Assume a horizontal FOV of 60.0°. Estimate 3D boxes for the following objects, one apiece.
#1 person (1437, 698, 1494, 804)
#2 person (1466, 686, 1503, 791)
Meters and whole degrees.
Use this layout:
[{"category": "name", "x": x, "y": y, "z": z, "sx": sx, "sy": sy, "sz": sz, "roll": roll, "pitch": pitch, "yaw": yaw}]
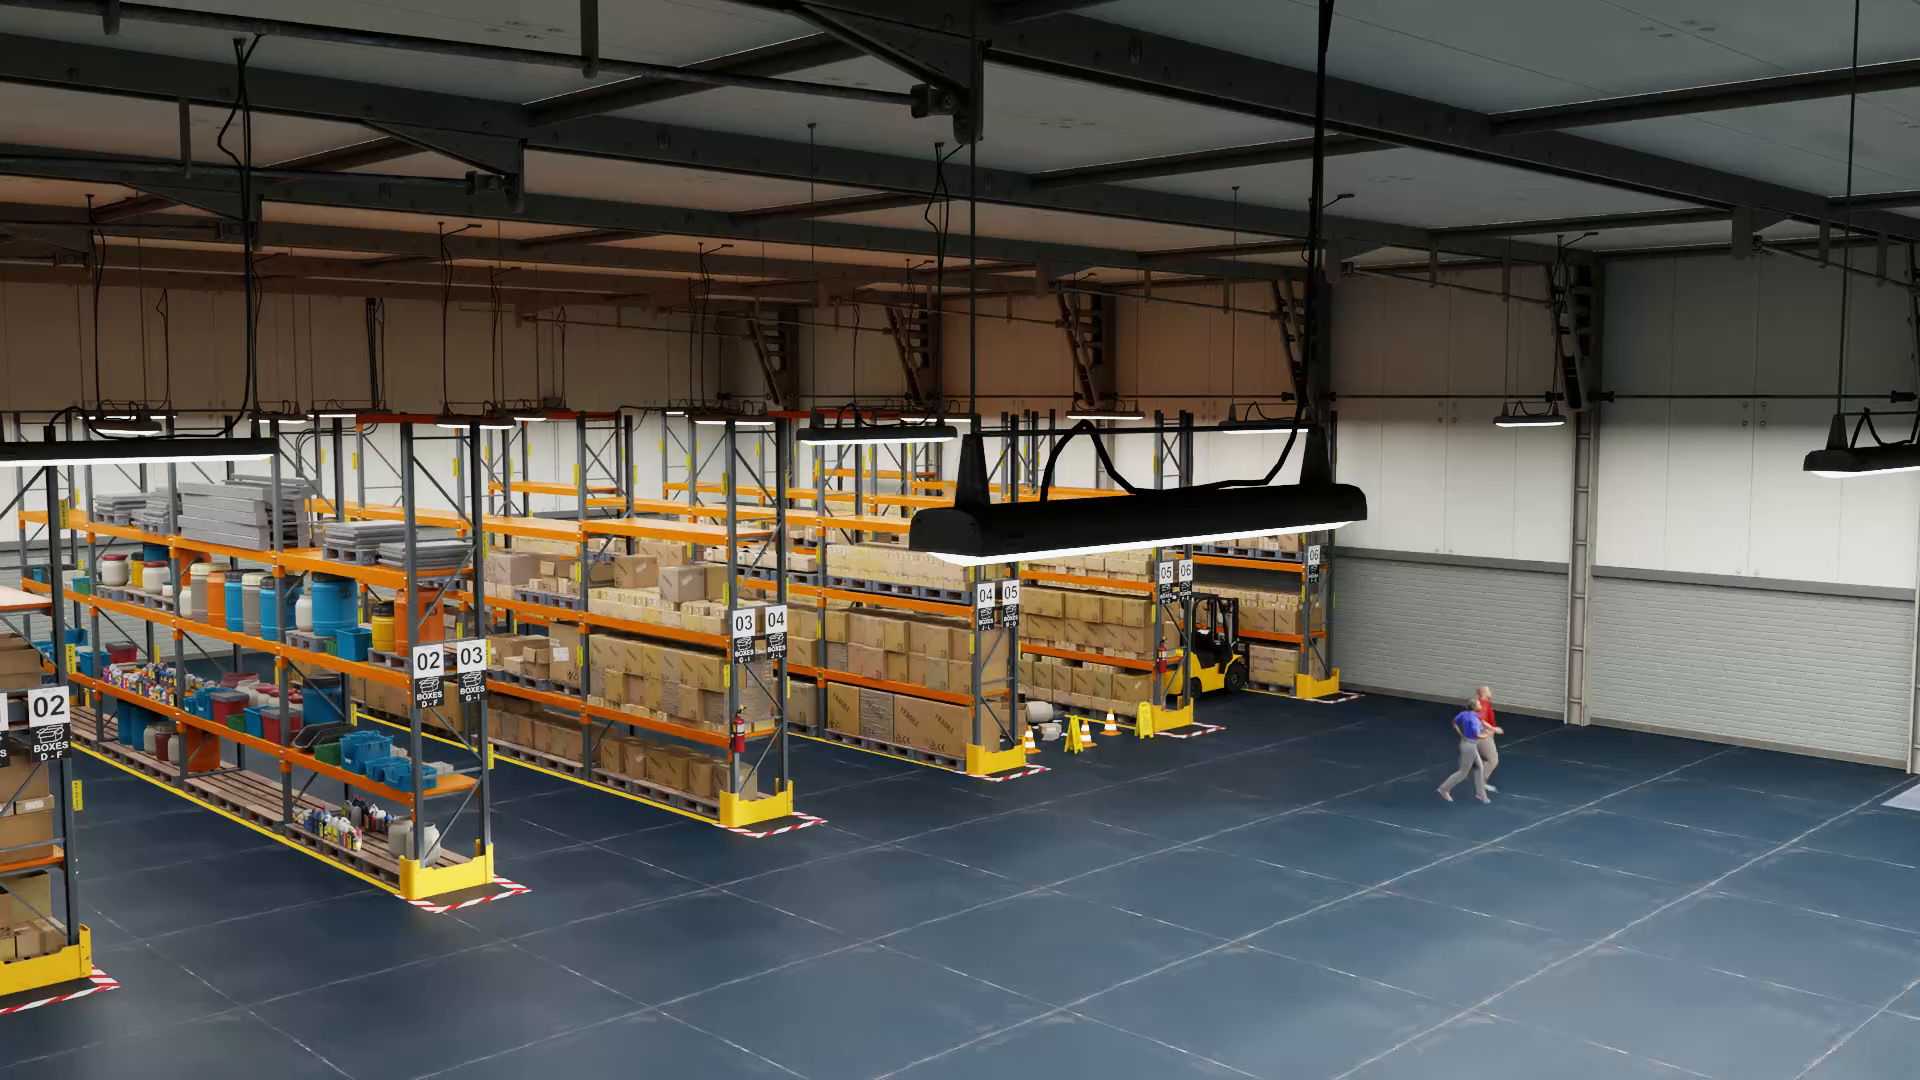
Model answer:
[{"category": "person", "x": 7.826, "y": 3.273, "z": 25.752, "sx": 0.926, "sy": 1.686, "sz": 0.587, "roll": 0, "pitch": 5, "yaw": 0}, {"category": "person", "x": 8.397, "y": 3.179, "z": 26.766, "sx": 0.627, "sy": 1.692, "sz": 0.697, "roll": 0, "pitch": 5, "yaw": 5}]
